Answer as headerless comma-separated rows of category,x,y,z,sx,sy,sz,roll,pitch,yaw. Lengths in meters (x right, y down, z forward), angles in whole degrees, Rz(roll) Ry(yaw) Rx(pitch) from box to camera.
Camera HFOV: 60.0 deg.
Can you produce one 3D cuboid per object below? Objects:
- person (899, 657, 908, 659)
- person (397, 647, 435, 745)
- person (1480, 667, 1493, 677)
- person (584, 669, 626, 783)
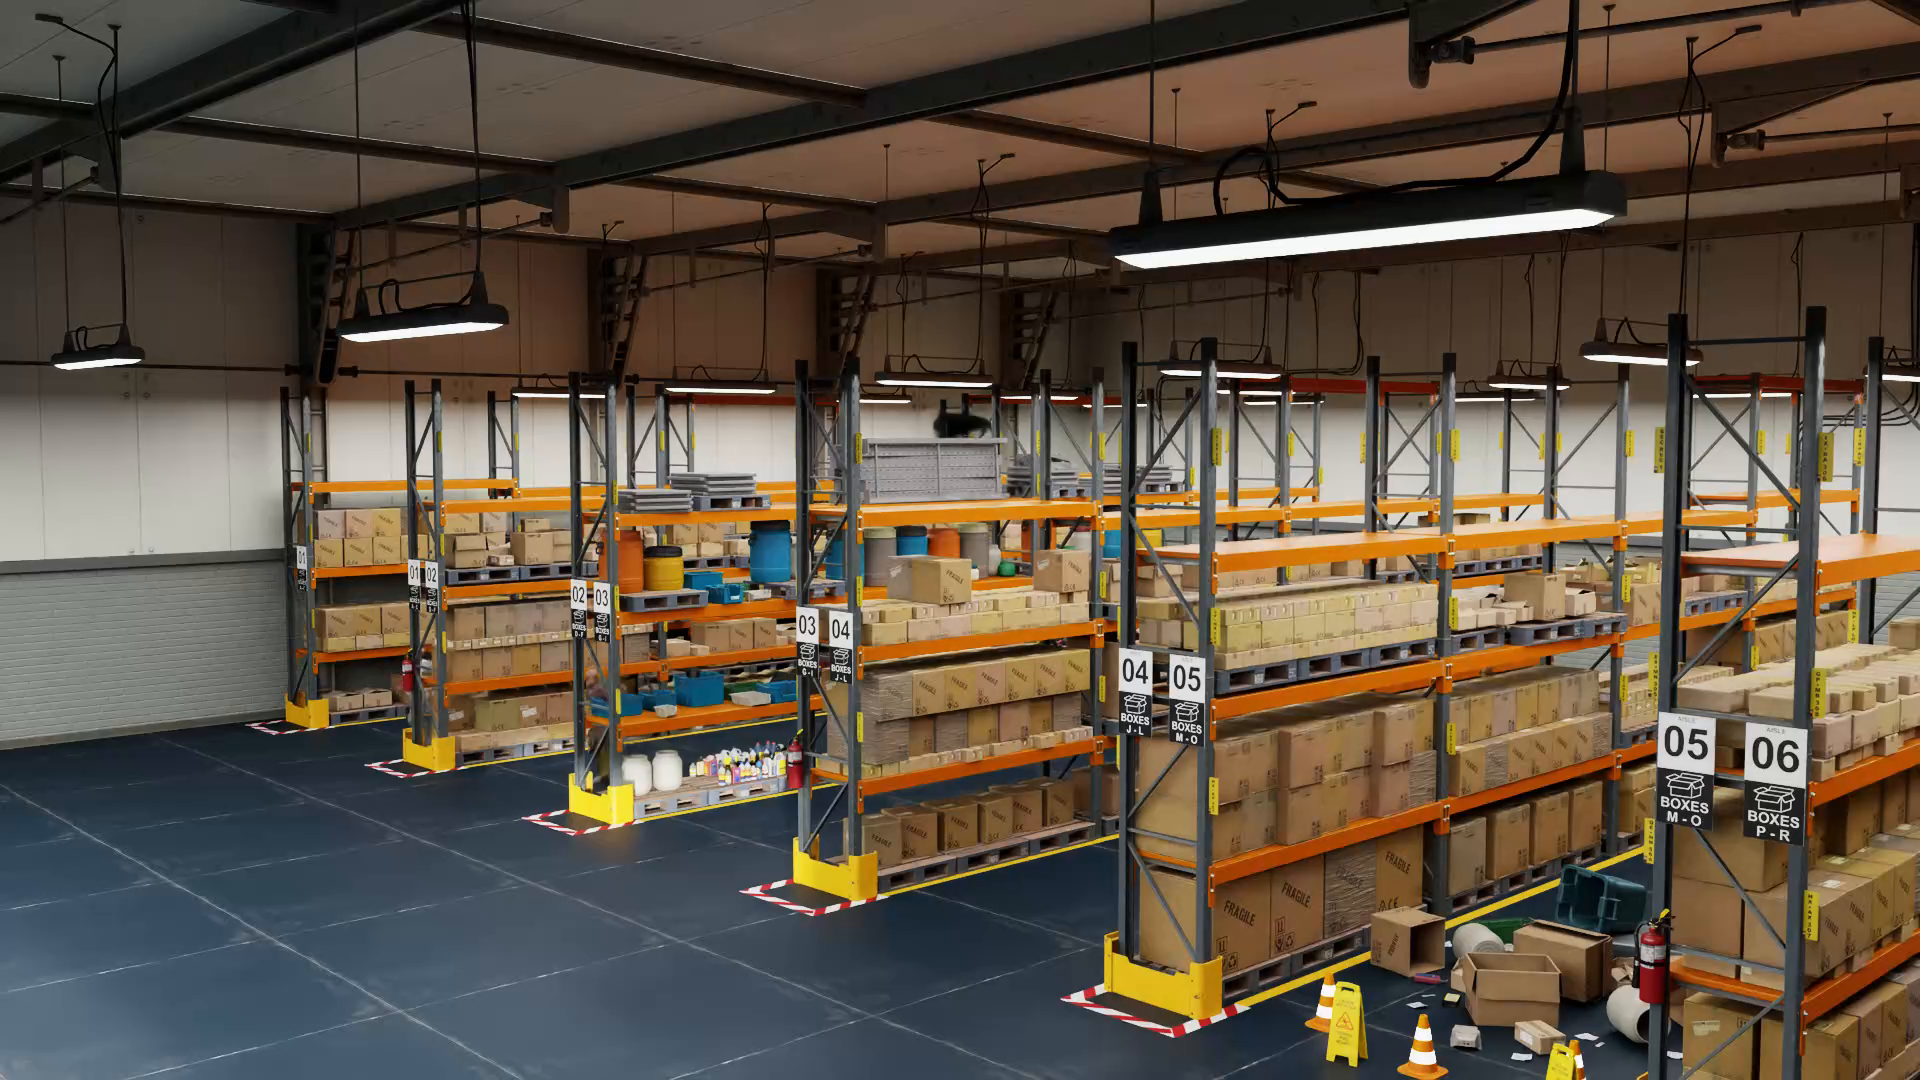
person,-0.895,2.395,30.001,0.704,1.678,0.767,2,4,33
person,-8.909,2.547,27.259,0.650,1.735,0.635,2,4,34
person,8.374,2.742,26.125,0.687,1.568,0.564,-3,5,-42
person,-5.292,2.751,24.711,0.700,1.710,0.793,3,5,39
